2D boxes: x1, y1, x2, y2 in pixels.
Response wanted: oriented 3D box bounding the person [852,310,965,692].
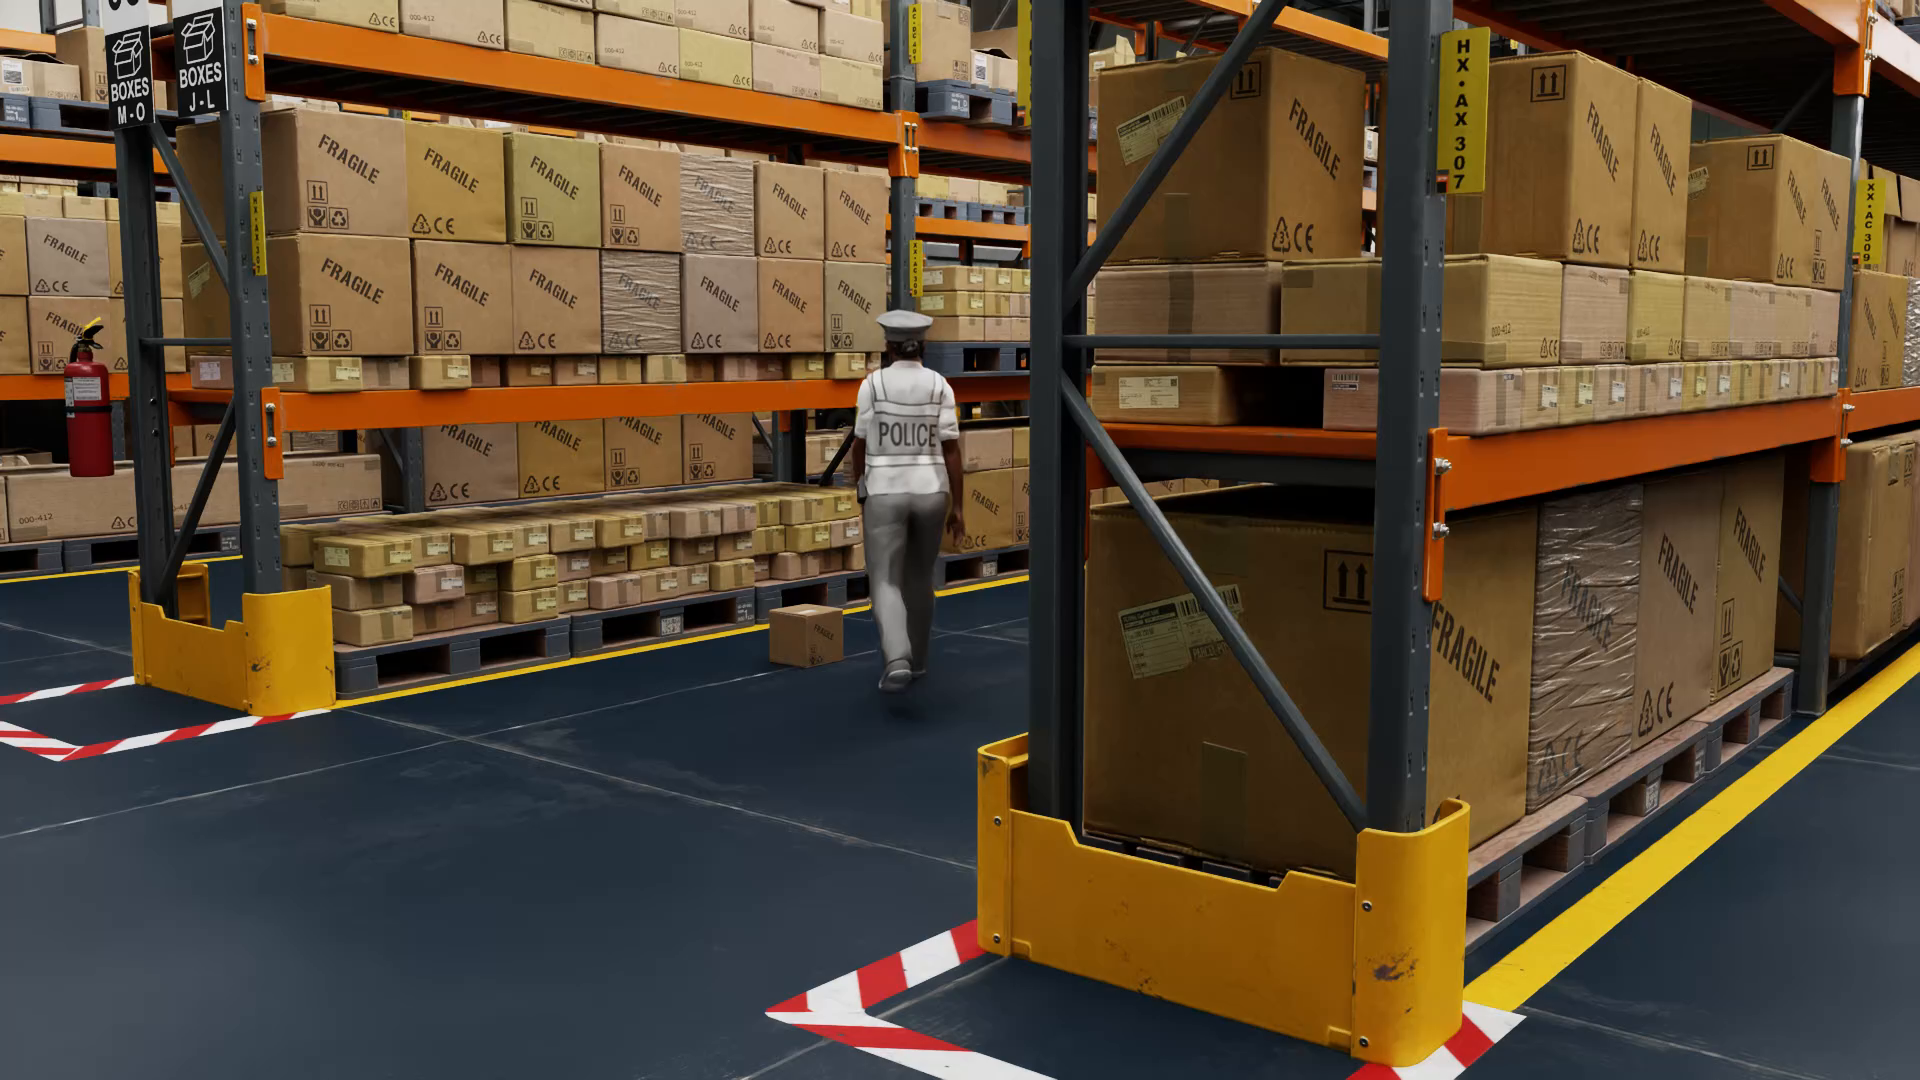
[{"bbox_3d":[-0.221,-0.171,7.130,0.462,1.627,0.968,-2,7,-16],"label":"person"}]
